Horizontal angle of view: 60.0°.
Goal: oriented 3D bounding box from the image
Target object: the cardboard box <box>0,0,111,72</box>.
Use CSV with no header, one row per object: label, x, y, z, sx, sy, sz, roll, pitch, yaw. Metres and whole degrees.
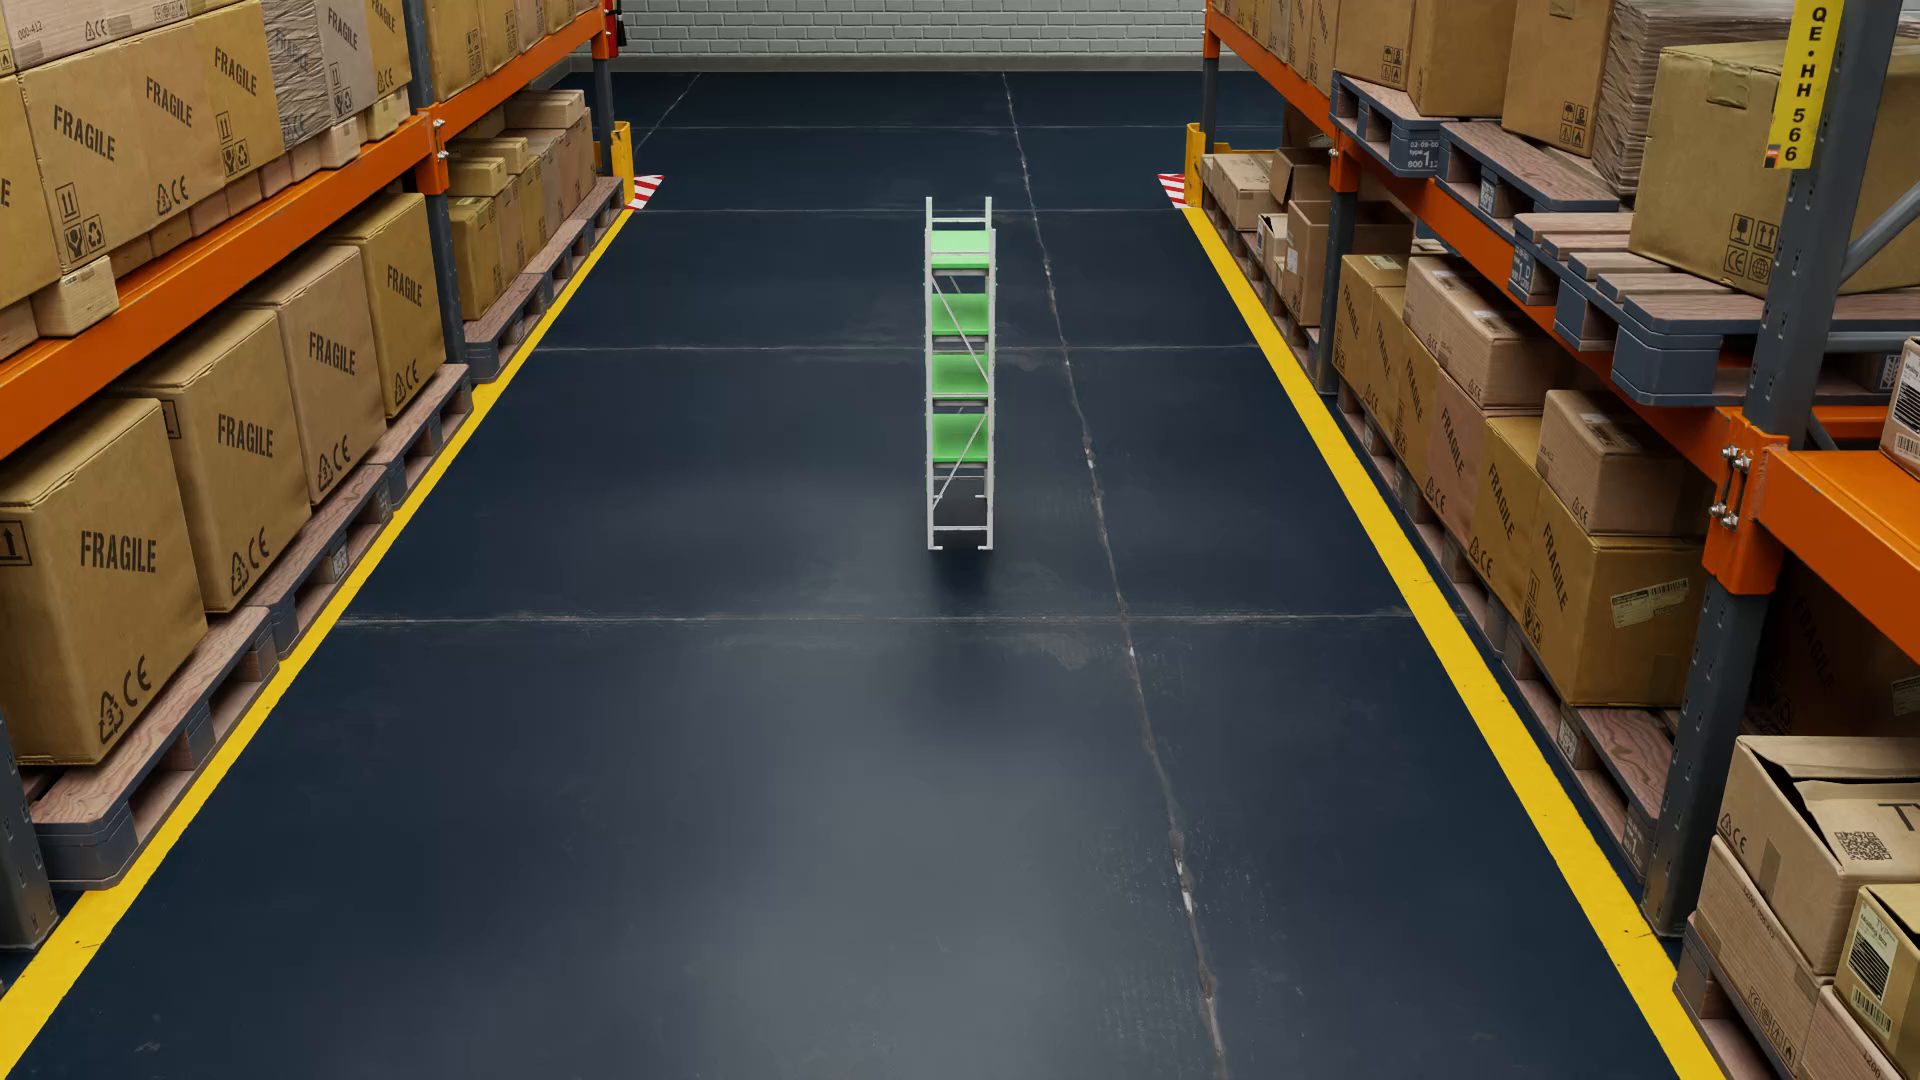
cardboard box,-2.496,-1.330,4.134,0.500,0.250,0.500,-1,24,-1

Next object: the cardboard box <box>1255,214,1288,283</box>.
cardboard box,1.869,-1.578,8.828,0.500,0.311,0.500,0,24,-1

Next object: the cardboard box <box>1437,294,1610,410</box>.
cardboard box,1.946,-0.644,5.624,0.500,0.250,0.500,-1,24,-2

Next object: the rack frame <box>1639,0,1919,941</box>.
rack frame,2.211,-0.412,3.521,1.000,3.000,0.127,0,24,-1

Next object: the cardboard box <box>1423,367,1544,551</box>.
cardboard box,1.949,-0.287,5.745,0.500,0.500,0.500,-1,24,-3

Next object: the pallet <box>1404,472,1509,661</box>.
pallet,2.230,0.049,5.885,1.003,0.211,1.213,0,24,-1

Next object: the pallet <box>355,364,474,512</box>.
pallet,-2.702,-0.448,6.985,1.003,0.211,1.213,0,24,-1

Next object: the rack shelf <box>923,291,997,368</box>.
rack shelf,-0.002,-0.775,6.081,0.258,0.148,0.480,0,24,-1

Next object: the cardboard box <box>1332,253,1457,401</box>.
cardboard box,1.929,-0.921,7.147,0.500,0.500,0.500,-1,24,-3

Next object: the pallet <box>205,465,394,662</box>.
pallet,-2.686,0.056,5.871,1.003,0.211,1.213,0,24,-1

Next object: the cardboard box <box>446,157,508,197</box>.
cardboard box,-2.513,-1.835,8.404,0.380,0.149,0.250,1,24,1

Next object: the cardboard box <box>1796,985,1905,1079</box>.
cardboard box,1.929,1.074,3.063,0.500,0.250,0.500,-1,24,-2

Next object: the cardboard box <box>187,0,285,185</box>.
cardboard box,-2.506,-1.415,5.231,0.500,0.500,0.500,0,24,1

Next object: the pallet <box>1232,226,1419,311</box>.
pallet,2.145,-1.577,9.480,1.003,0.211,1.213,0,24,-1

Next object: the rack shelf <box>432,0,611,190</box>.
rack shelf,-2.808,-2.533,9.083,1.077,0.370,4.000,0,24,-1

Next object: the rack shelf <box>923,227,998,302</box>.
rack shelf,-0.002,-0.994,5.982,0.258,0.148,0.480,0,24,-1

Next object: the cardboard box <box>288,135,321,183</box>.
cardboard box,-2.517,-1.373,5.926,0.380,0.149,0.250,0,24,-1

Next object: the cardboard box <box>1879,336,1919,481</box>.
cardboard box,2.171,-0.221,3.208,0.500,0.311,0.500,1,24,3

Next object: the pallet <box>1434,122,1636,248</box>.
pallet,2.185,-1.126,5.332,1.003,0.211,1.213,0,24,-1

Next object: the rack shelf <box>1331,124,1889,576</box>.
rack shelf,2.189,-0.908,5.491,1.077,0.370,4.000,0,24,-1

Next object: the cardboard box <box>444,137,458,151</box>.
cardboard box,-2.902,-2.062,8.906,0.380,0.149,0.250,0,24,0

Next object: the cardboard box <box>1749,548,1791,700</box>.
cardboard box,2.481,0.122,4.840,0.500,0.500,0.500,-1,24,-2

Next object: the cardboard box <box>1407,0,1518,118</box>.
cardboard box,2.020,-1.818,5.999,0.700,0.500,0.500,4,25,8

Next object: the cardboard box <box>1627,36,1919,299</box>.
cardboard box,2.091,-0.908,3.987,0.700,0.500,0.500,-9,26,-18

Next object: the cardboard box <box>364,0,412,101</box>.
cardboard box,-2.529,-2.038,6.609,0.500,0.500,0.500,-1,24,-1

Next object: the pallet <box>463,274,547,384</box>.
pallet,-2.716,-1.080,8.381,1.003,0.211,1.213,0,24,-1

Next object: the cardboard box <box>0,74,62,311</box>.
cardboard box,-2.492,-0.780,3.827,0.500,0.500,0.500,0,24,1

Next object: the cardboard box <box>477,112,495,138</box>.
cardboard box,-2.911,-2.379,9.606,0.380,0.149,0.250,0,24,0

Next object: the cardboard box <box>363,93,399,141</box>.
cardboard box,-2.473,-1.689,6.625,0.380,0.149,0.250,0,24,0

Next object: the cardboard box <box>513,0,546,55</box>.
cardboard box,-2.796,-2.997,8.873,0.980,0.700,0.700,-1,24,-3

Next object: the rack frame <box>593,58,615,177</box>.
rack frame,-2.830,-3.685,10.757,1.000,3.000,0.127,0,24,-1

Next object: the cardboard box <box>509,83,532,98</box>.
cardboard box,-2.923,-2.795,10.527,0.380,0.149,0.250,0,24,0

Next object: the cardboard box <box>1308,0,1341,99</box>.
cardboard box,1.905,-2.311,7.598,0.500,0.500,0.500,0,24,0

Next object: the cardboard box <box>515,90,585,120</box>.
cardboard box,-2.538,-2.693,10.300,0.380,0.149,0.250,-1,24,-1

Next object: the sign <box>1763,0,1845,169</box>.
sign,1.669,-0.897,3.285,0.100,0.325,0.005,0,24,-1

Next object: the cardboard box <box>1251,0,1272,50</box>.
cardboard box,1.882,-2.945,8.999,0.500,0.500,0.500,0,24,0

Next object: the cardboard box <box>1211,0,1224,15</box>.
cardboard box,1.865,-3.570,10.382,0.500,0.500,0.500,0,24,1

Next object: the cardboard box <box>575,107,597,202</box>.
cardboard box,-2.722,-2.449,10.549,0.700,0.500,0.500,0,24,-1

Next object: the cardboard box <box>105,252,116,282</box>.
cardboard box,-2.553,-0.736,4.519,0.380,0.149,0.250,0,24,-1

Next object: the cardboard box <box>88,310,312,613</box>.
cardboard box,-2.622,-0.265,5.294,0.750,0.750,0.750,0,24,-1

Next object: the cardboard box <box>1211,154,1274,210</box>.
cardboard box,1.852,-2.225,10.332,0.500,0.250,0.500,0,24,-1

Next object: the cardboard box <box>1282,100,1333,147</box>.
cardboard box,2.376,-2.547,10.741,0.500,0.500,0.500,0,24,-1

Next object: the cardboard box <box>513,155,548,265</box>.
cardboard box,-2.697,-1.816,9.149,0.700,0.500,0.500,0,24,1

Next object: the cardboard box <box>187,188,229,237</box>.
cardboard box,-2.542,-1.052,5.216,0.380,0.149,0.250,0,24,0

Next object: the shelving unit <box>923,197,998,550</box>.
shelving unit,-0.002,-0.615,6.154,0.258,1.200,0.503,0,24,-1
